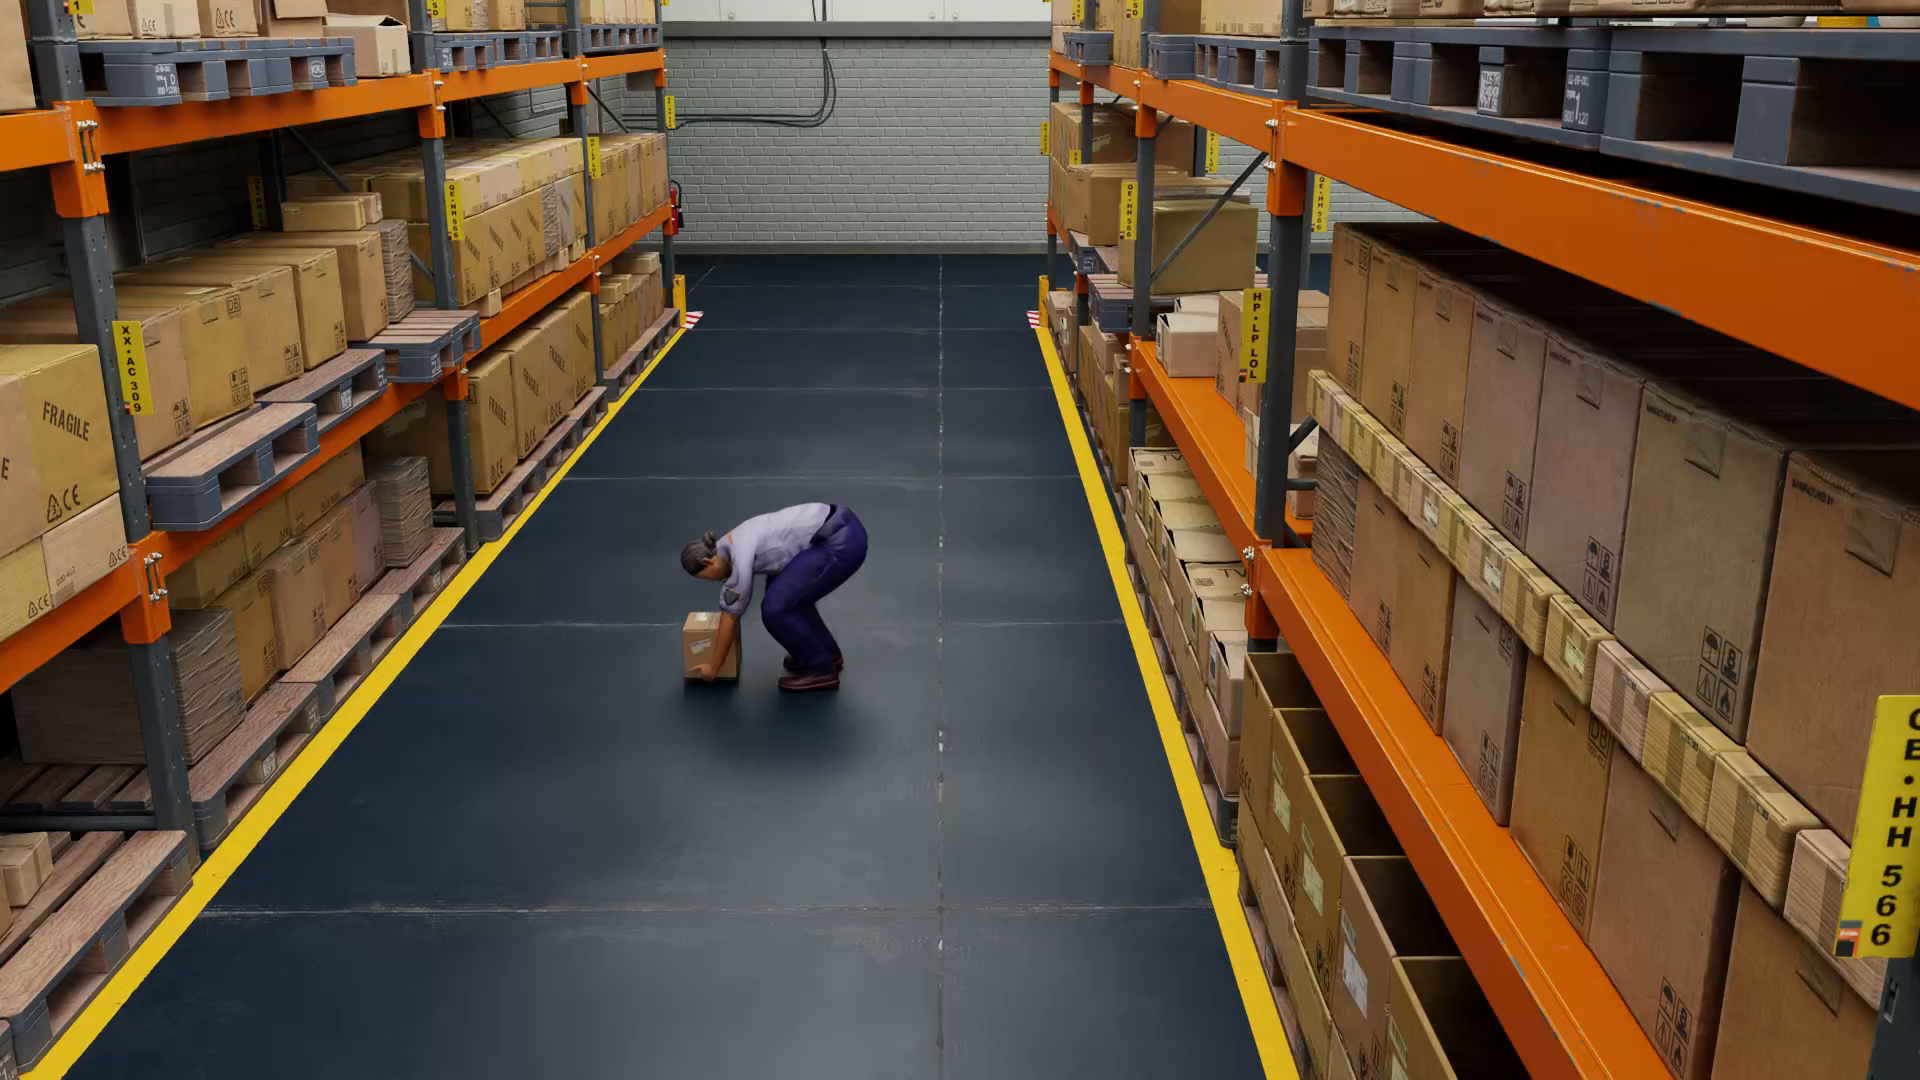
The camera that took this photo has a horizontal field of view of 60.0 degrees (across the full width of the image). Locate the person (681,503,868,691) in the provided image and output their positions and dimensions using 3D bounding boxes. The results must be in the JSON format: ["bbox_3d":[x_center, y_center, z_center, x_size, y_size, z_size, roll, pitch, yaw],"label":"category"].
[{"bbox_3d":[-0.891,0.262,8.047,0.898,0.868,0.517,-1,17,-3],"label":"person"}]
